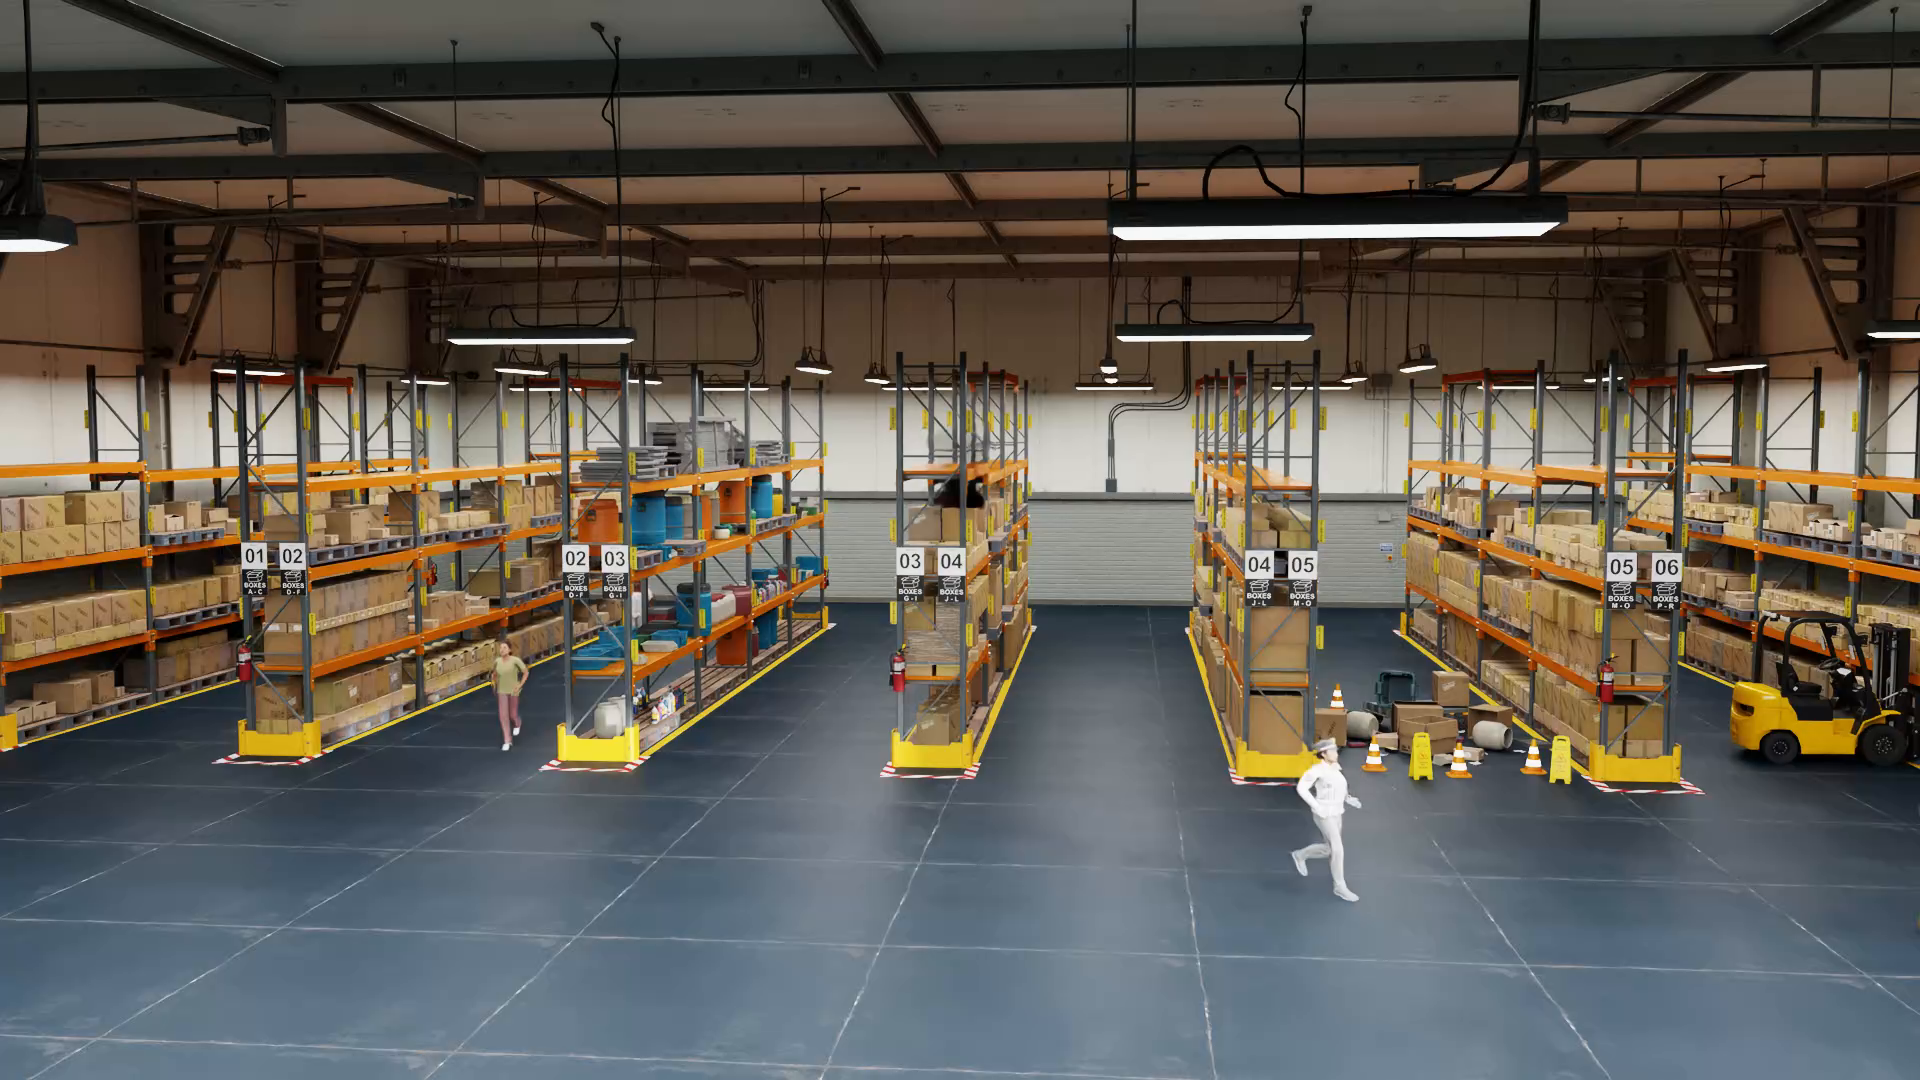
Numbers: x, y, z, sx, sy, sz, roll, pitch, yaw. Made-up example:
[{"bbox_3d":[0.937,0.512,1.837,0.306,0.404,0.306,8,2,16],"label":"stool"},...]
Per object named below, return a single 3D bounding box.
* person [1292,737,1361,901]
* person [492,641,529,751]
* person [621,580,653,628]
[{"bbox_3d":[3.862,2.922,17.638,0.842,1.696,0.618,4,6,44],"label":"person"},{"bbox_3d":[-6.929,2.378,25.648,0.583,1.643,0.712,0,4,3],"label":"person"},{"bbox_3d":[-6.859,1.629,35.289,0.647,1.778,0.717,0,4,-4],"label":"person"}]
